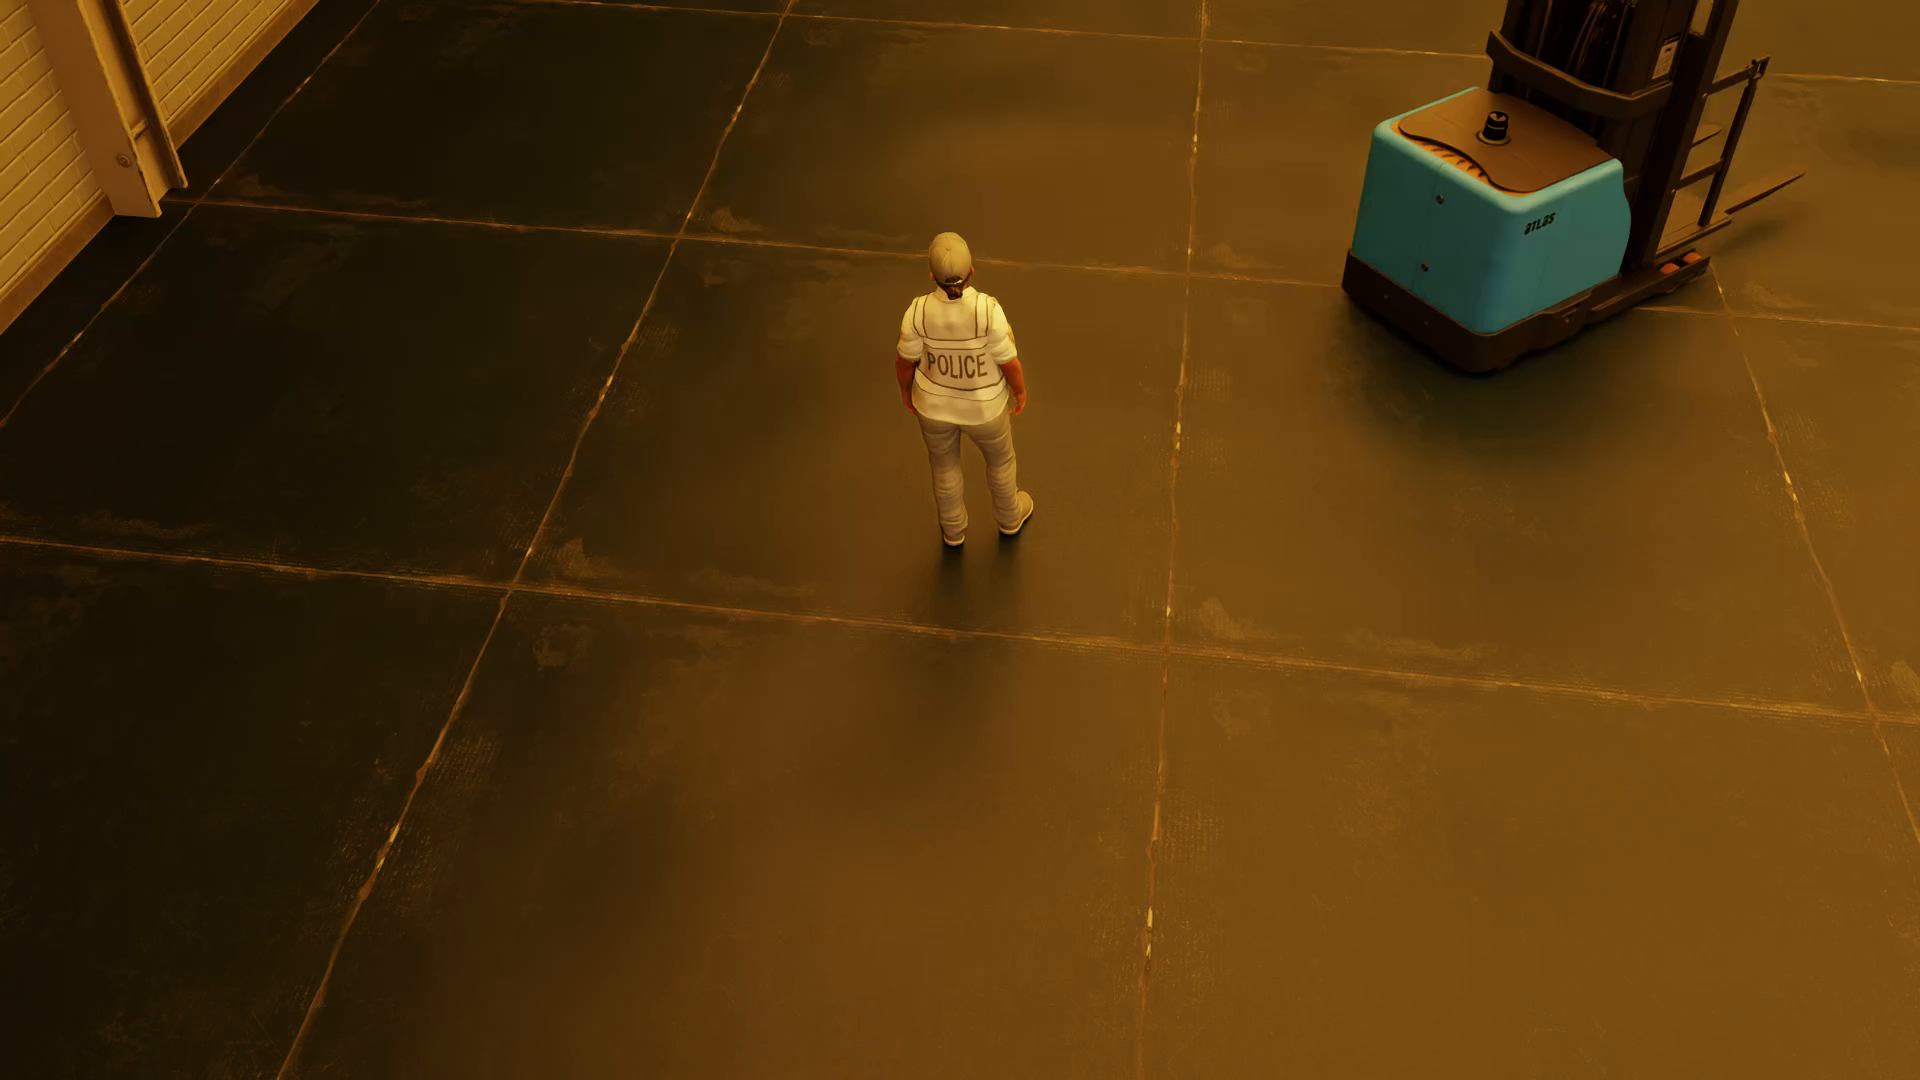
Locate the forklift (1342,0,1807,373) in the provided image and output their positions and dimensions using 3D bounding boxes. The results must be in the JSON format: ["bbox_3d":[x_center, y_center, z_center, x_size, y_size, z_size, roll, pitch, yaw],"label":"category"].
[{"bbox_3d":[3.647,-2.747,8.714,3.031,2.935,1.130,-25,48,-25],"label":"forklift"}]

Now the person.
[{"bbox_3d":[0.033,-0.668,7.376,0.598,1.670,0.529,5,43,6],"label":"person"}]
